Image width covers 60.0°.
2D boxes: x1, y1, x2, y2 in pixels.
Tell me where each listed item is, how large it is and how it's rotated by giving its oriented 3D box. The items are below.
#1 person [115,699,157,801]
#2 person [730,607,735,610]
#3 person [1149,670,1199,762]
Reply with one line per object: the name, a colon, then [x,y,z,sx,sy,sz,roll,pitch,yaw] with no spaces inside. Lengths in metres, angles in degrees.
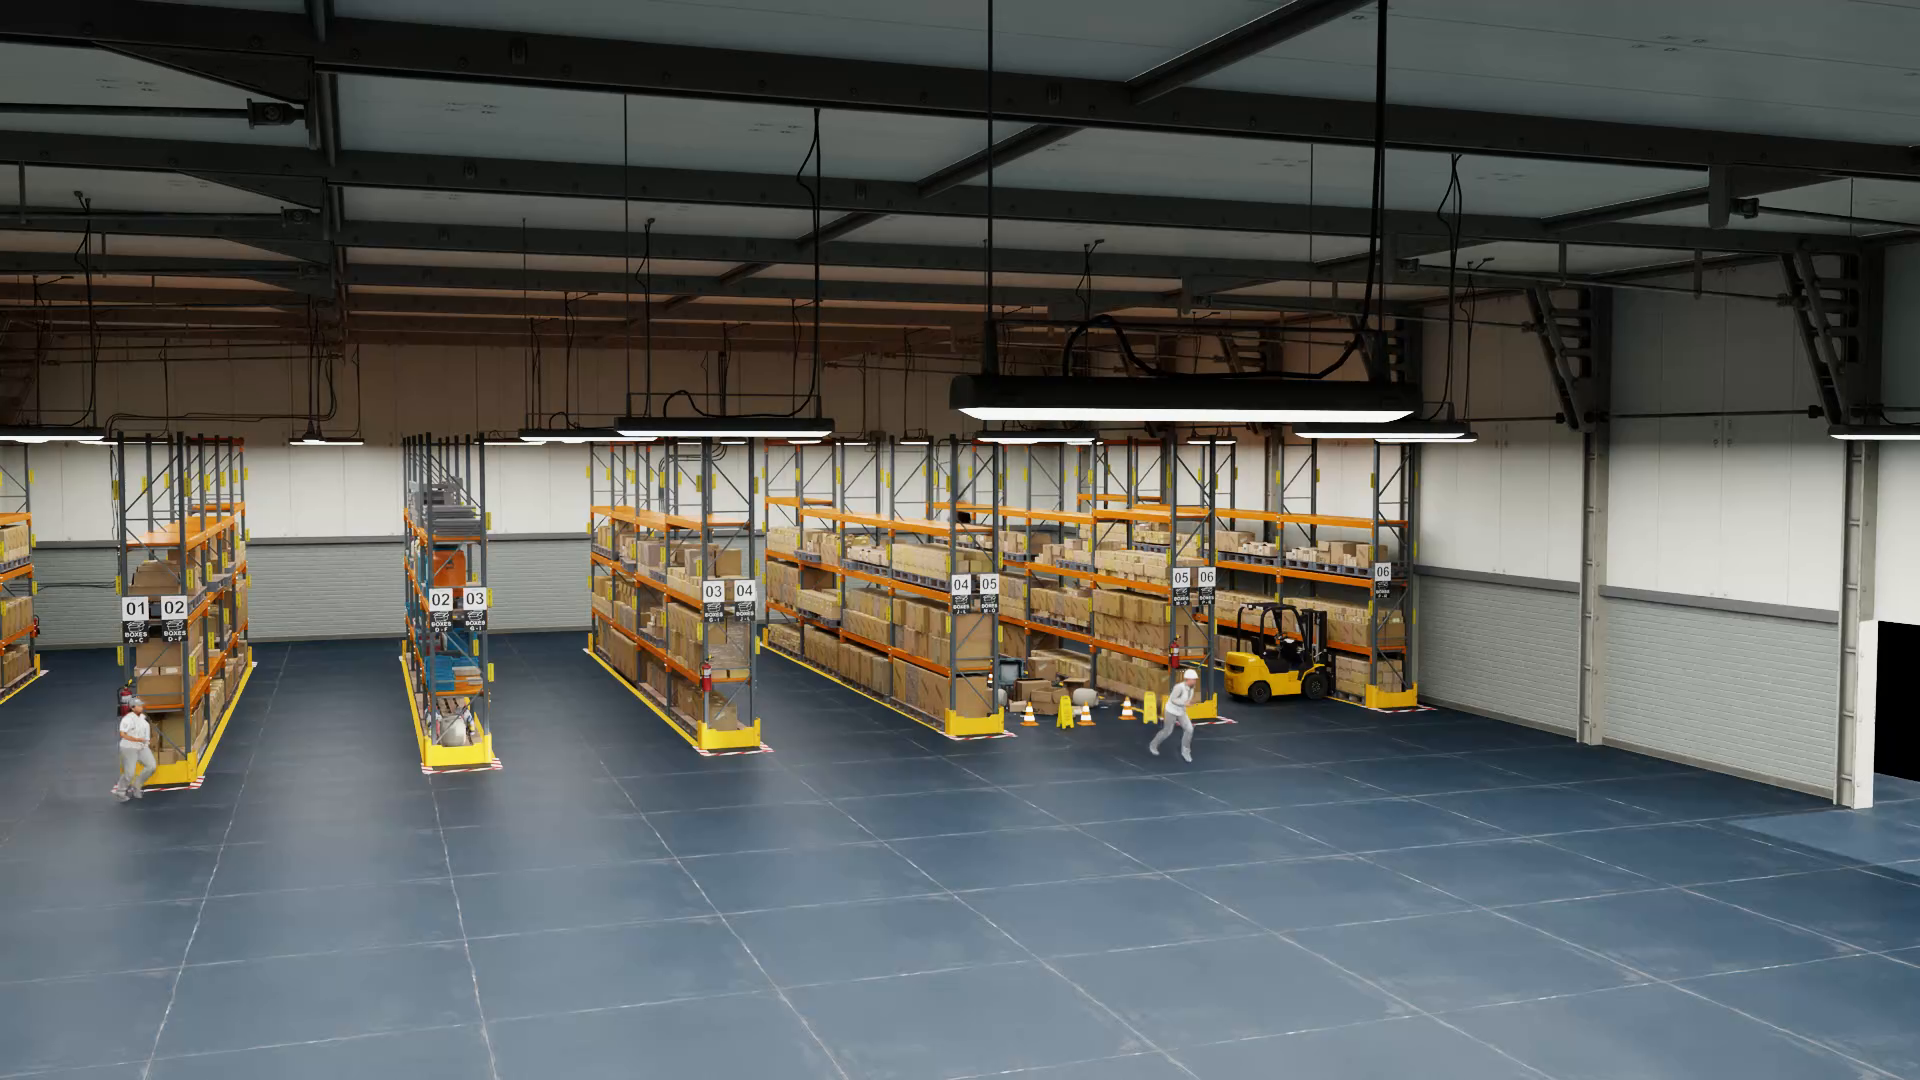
person: [-13.382,3.405,27.038,0.595,1.656,0.616,1,3,17]
person: [-6.471,2.266,46.826,0.709,1.811,0.774,-1,3,-9]
person: [3.944,3.214,30.558,1.035,1.732,0.701,2,4,38]
